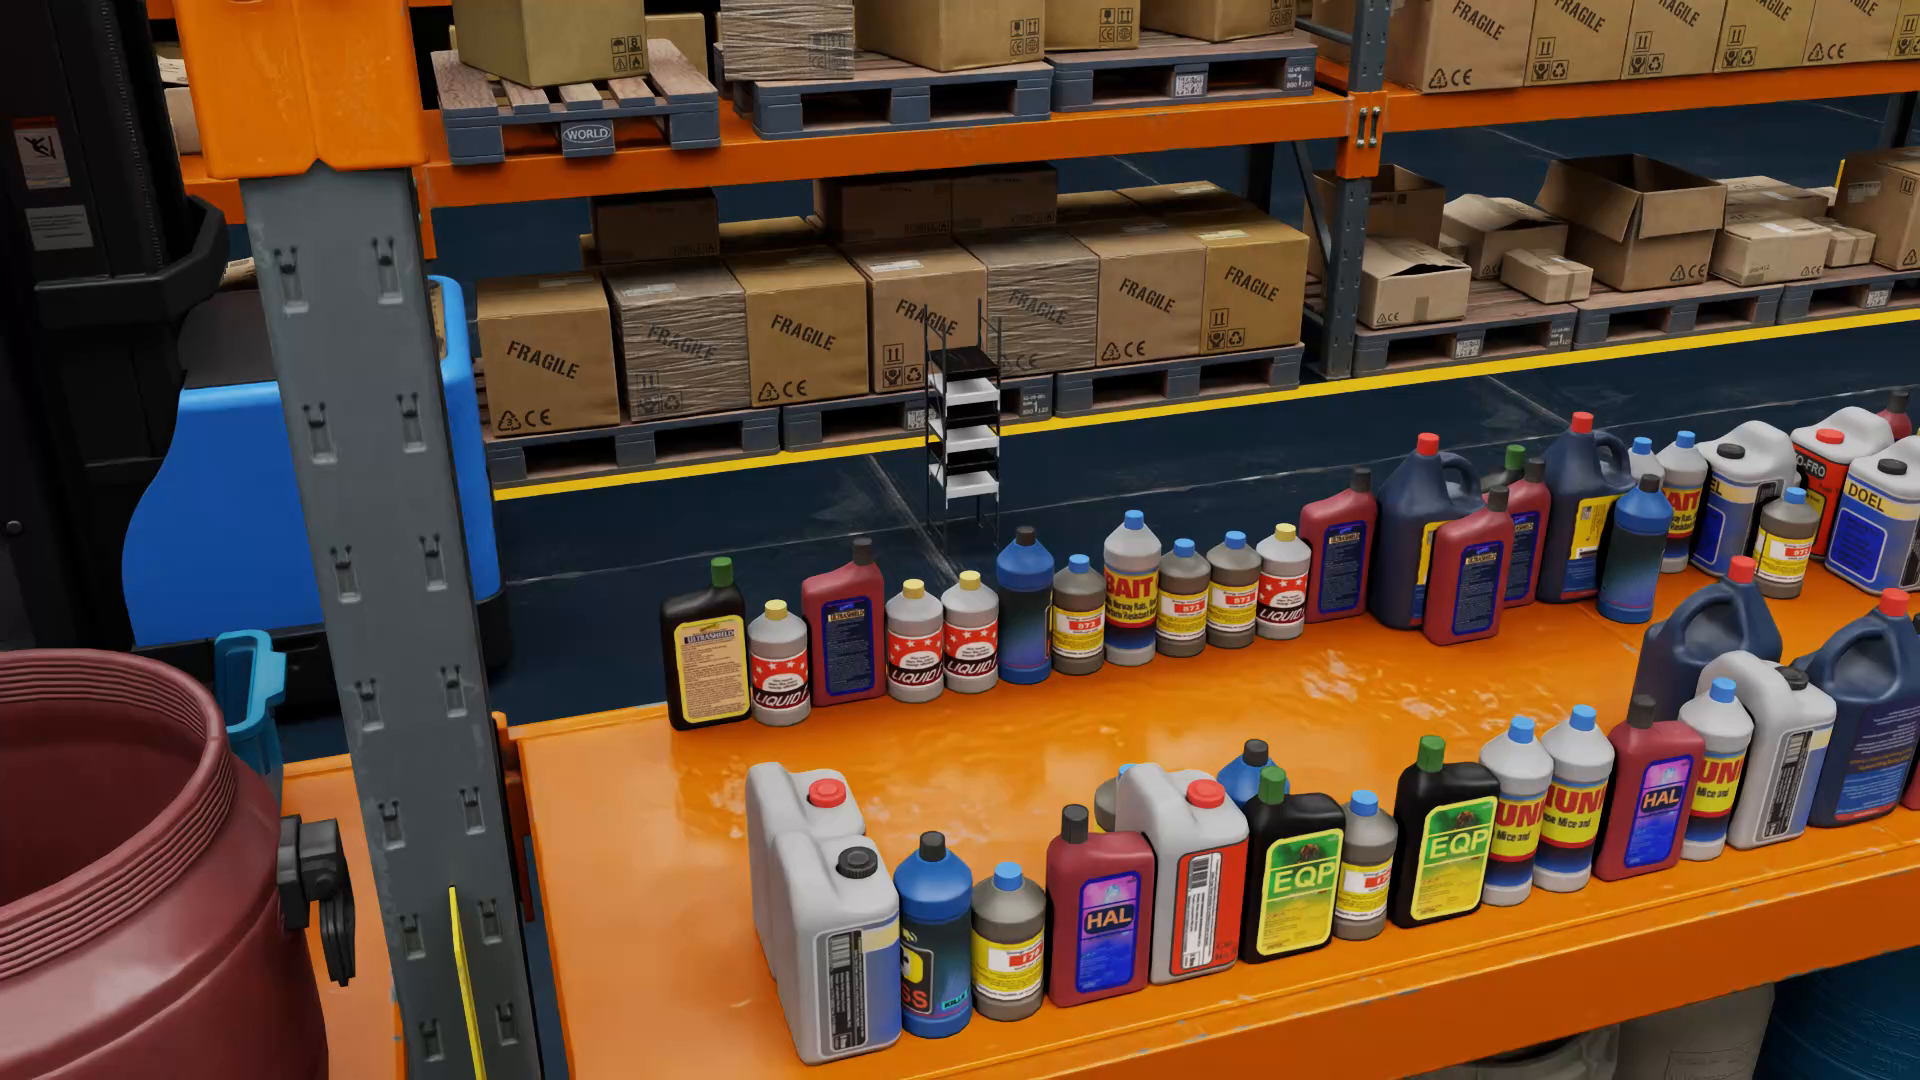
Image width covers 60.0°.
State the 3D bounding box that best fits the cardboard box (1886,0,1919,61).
[{"bbox_3d":[4.579,-2.642,8.087,0.500,0.500,0.500,-8,28,-16],"label":"cardboard box"}]

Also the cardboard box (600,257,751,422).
[{"bbox_3d":[-1.176,-0.839,6.884,0.500,0.500,0.500,-9,28,-18],"label":"cardboard box"}]

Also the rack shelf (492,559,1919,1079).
[{"bbox_3d":[1.238,0.396,2.888,4.000,0.370,1.077,-8,28,-16],"label":"rack shelf"}]

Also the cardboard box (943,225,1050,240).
[{"bbox_3d":[0.093,-1.267,7.744,0.500,0.500,0.500,-8,27,-15],"label":"cardboard box"}]

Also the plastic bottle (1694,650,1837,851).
[{"bbox_3d":[1.167,0.291,2.430,0.135,0.276,0.152,-8,28,-16],"label":"plastic bottle"}]

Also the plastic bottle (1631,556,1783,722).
[{"bbox_3d":[1.145,0.191,2.547,0.185,0.351,0.144,-8,28,-16],"label":"plastic bottle"}]

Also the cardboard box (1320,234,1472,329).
[{"bbox_3d":[2.076,-1.256,7.935,0.500,0.311,0.500,-8,28,-16],"label":"cardboard box"}]

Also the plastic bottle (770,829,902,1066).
[{"bbox_3d":[-0.152,0.482,2.046,0.135,0.276,0.152,-8,28,-16],"label":"plastic bottle"}]

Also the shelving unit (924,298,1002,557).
[{"bbox_3d":[0.008,-0.404,6.052,0.210,0.900,0.258,-8,28,-16],"label":"shelving unit"}]

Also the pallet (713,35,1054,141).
[{"bbox_3d":[-0.346,-1.929,6.979,1.213,0.211,1.003,-8,28,-16],"label":"pallet"}]

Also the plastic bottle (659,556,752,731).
[{"bbox_3d":[-0.411,0.165,2.675,0.133,0.283,0.061,-8,28,-16],"label":"plastic bottle"}]

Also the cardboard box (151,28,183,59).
[{"bbox_3d":[-4.961,-3.080,10.553,0.500,0.250,0.500,-8,27,-15],"label":"cardboard box"}]

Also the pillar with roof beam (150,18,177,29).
[{"bbox_3d":[-3.902,-4.893,5.987,0.400,9.000,9.100,-8,28,-16],"label":"pillar with roof beam"}]

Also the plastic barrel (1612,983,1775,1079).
[{"bbox_3d":[1.380,0.930,3.329,0.421,0.512,0.421,0,26,0],"label":"plastic barrel"}]

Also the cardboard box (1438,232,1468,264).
[{"bbox_3d":[2.402,-1.492,8.593,0.250,0.149,0.380,-8,28,-16],"label":"cardboard box"}]

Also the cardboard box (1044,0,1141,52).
[{"bbox_3d":[0.456,-2.437,7.201,0.500,0.500,0.700,-4,27,-8],"label":"cardboard box"}]

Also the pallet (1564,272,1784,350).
[{"bbox_3d":[3.425,-1.311,8.654,1.213,0.211,1.003,-8,28,-16],"label":"pallet"}]

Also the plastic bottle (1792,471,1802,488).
[{"bbox_3d":[1.583,-0.078,3.257,0.097,0.201,0.097,0,26,0],"label":"plastic bottle"}]

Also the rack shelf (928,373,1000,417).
[{"bbox_3d":[0.008,-0.536,5.987,0.200,0.077,0.258,-8,28,-16],"label":"rack shelf"}]

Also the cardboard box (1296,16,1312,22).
[{"bbox_3d":[2.765,-3.802,12.874,0.500,0.500,0.700,-8,28,-16],"label":"cardboard box"}]

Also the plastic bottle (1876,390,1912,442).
[{"bbox_3d":[1.815,-0.157,3.324,0.133,0.283,0.061,-8,28,-16],"label":"plastic bottle"}]

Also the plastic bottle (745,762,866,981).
[{"bbox_3d":[-0.199,0.417,2.175,0.135,0.276,0.152,-8,28,-16],"label":"plastic bottle"}]

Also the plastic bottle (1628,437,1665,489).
[{"bbox_3d":[1.270,-0.064,3.151,0.097,0.271,0.097,0,26,0],"label":"plastic bottle"}]

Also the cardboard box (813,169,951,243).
[{"bbox_3d":[-0.353,-1.539,7.450,0.500,0.250,0.500,-9,28,-17],"label":"cardboard box"}]

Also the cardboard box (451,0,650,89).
[{"bbox_3d":[-1.630,-2.113,6.548,0.500,0.500,0.700,-19,32,-33],"label":"cardboard box"}]

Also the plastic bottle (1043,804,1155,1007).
[{"bbox_3d":[0.175,0.453,2.096,0.133,0.283,0.061,-8,28,-16],"label":"plastic bottle"}]

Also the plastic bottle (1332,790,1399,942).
[{"bbox_3d":[0.534,0.429,2.237,0.097,0.201,0.097,0,26,0],"label":"plastic bottle"}]

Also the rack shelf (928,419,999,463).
[{"bbox_3d":[0.008,-0.374,6.067,0.200,0.077,0.258,-8,28,-16],"label":"rack shelf"}]

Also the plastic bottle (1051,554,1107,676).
[{"bbox_3d":[0.202,0.122,2.855,0.097,0.201,0.097,0,26,0],"label":"plastic bottle"}]

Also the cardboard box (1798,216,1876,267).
[{"bbox_3d":[4.559,-1.579,8.748,0.250,0.166,0.380,-8,28,-16],"label":"cardboard box"}]

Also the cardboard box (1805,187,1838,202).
[{"bbox_3d":[4.909,-1.855,9.325,0.250,0.149,0.380,-8,28,-16],"label":"cardboard box"}]

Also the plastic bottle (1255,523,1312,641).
[{"bbox_3d":[0.572,0.068,2.963,0.097,0.201,0.097,0,26,0],"label":"plastic bottle"}]

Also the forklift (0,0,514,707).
[{"bbox_3d":[-3.012,-0.875,4.717,3.031,2.935,1.130,-8,27,-15],"label":"forklift"}]

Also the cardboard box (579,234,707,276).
[{"bbox_3d":[-1.377,-1.051,7.310,0.500,0.500,0.500,-7,27,-14],"label":"cardboard box"}]

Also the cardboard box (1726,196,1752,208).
[{"bbox_3d":[3.857,-1.720,8.939,0.500,0.250,0.500,-8,28,-16],"label":"cardboard box"}]

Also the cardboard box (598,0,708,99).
[{"bbox_3d":[-2.156,-3.229,11.325,0.750,0.750,0.750,-8,28,-16],"label":"cardboard box"}]

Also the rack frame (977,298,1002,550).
[{"bbox_3d":[0.104,-0.418,6.080,0.006,0.900,0.240,-8,28,-16],"label":"rack frame"}]

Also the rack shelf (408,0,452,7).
[{"bbox_3d":[-1.830,-3.793,11.326,4.000,0.370,1.077,-8,28,-16],"label":"rack shelf"}]

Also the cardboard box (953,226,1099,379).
[{"bbox_3d":[0.280,-1.051,7.311,0.500,0.500,0.500,-8,27,-15],"label":"cardboard box"}]

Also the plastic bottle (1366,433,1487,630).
[{"bbox_3d":[0.840,-0.027,2.986,0.185,0.351,0.144,-8,28,-16],"label":"plastic bottle"}]

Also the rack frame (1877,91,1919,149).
[{"bbox_3d":[5.413,-2.847,8.612,0.127,3.000,1.000,-8,28,-16],"label":"rack frame"}]

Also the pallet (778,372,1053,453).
[{"bbox_3d":[-0.314,-0.750,7.523,1.213,0.211,1.003,-8,28,-16],"label":"pallet"}]

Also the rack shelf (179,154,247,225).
[{"bbox_3d":[-4.095,-1.148,5.998,4.000,0.370,1.077,-8,28,-16],"label":"rack shelf"}]

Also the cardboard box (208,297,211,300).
[{"bbox_3d":[-3.279,-0.930,6.738,0.500,0.311,0.500,-9,28,-17],"label":"cardboard box"}]

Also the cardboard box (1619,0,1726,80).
[{"bbox_3d":[3.141,-2.436,7.671,0.500,0.500,0.500,-8,28,-16],"label":"cardboard box"}]

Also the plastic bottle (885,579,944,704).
[{"bbox_3d":[-0.076,0.162,2.774,0.097,0.201,0.097,0,26,0],"label":"plastic bottle"}]

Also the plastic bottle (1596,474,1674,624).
[{"bbox_3d":[1.222,0.010,3.001,0.097,0.271,0.097,0,26,0],"label":"plastic bottle"}]

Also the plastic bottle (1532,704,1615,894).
[{"bbox_3d":[0.846,0.352,2.312,0.097,0.271,0.097,0,26,0],"label":"plastic bottle"}]
